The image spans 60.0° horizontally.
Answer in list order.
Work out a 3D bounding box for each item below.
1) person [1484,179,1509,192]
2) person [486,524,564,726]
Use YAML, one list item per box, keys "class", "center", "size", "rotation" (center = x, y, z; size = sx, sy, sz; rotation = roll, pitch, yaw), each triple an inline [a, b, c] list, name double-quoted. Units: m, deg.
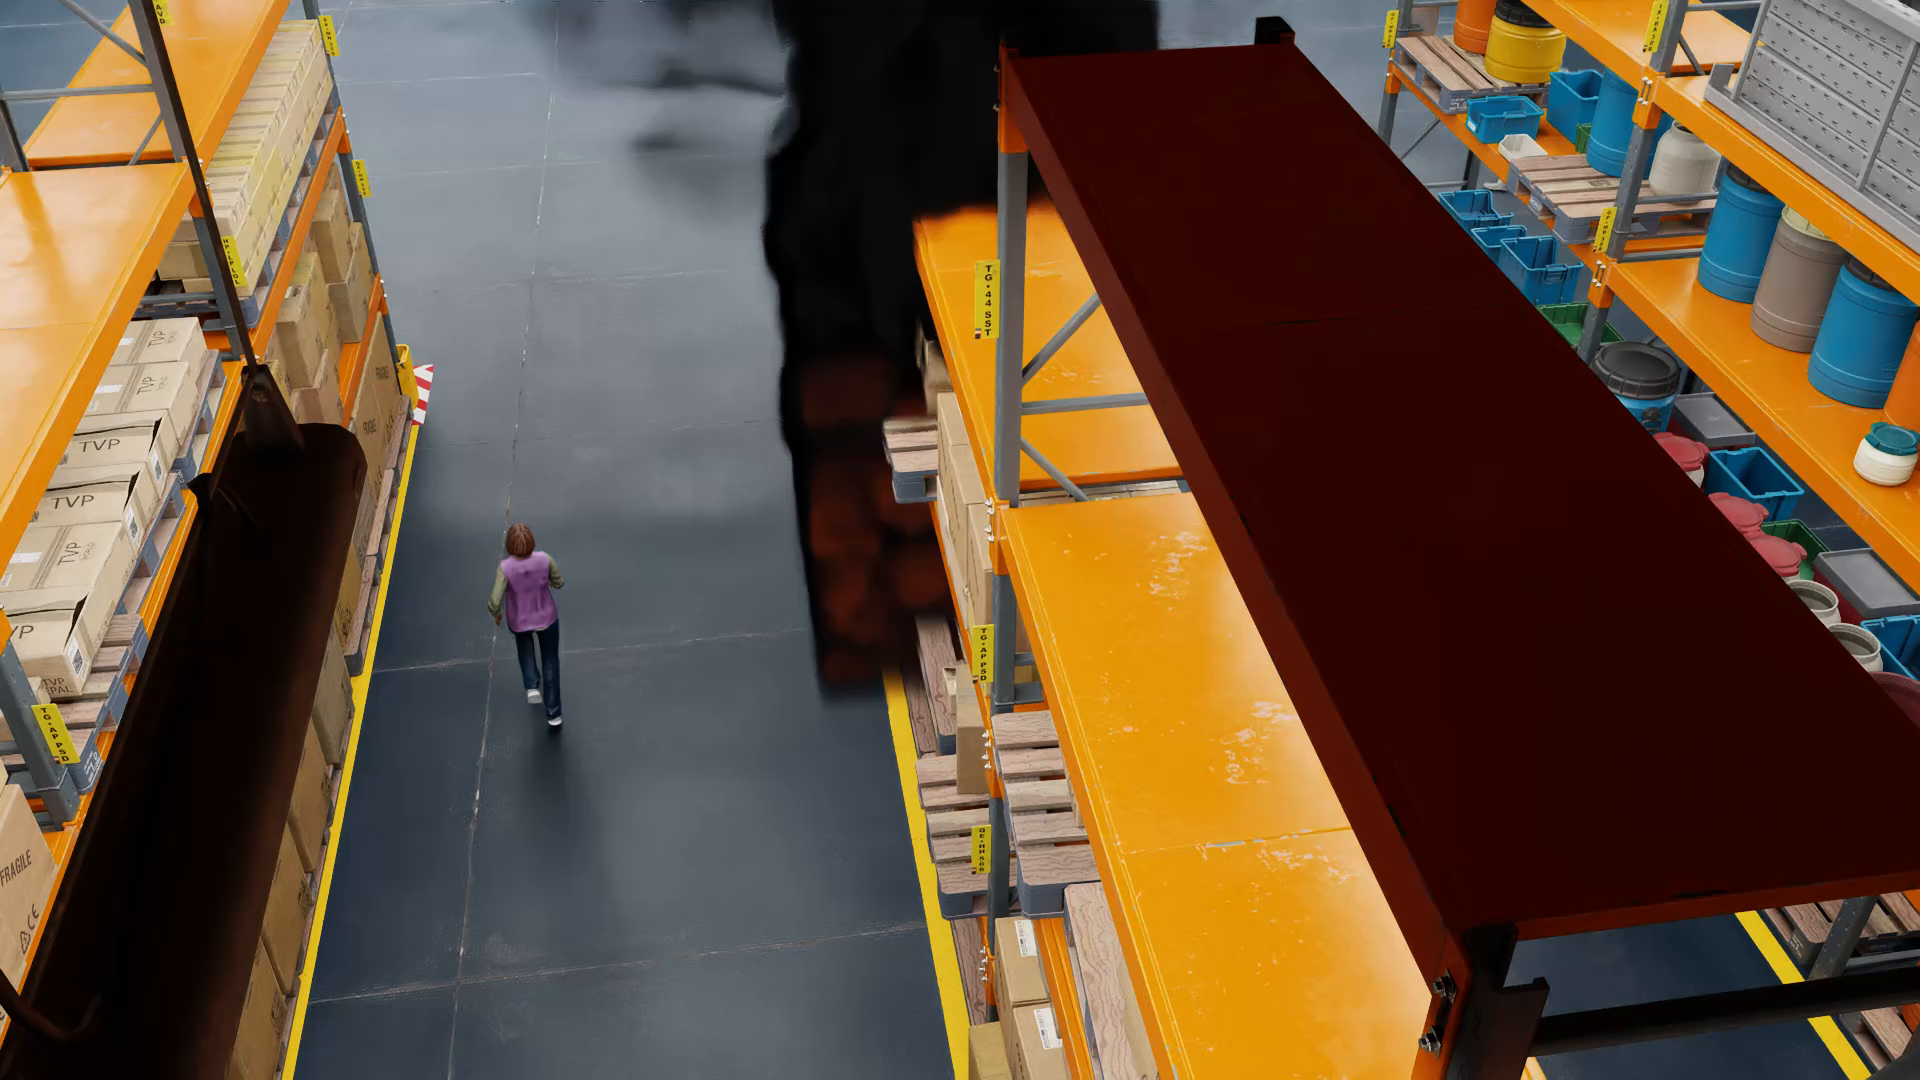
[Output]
- class: "person"
  center: [6.065, -4.656, 18.351]
  size: [0.648, 1.725, 0.718]
  rotation: [16, 39, 20]
- class: "person"
  center: [-2.934, 0.531, 11.376]
  size: [0.510, 1.578, 0.644]
  rotation: [-9, 37, -12]
